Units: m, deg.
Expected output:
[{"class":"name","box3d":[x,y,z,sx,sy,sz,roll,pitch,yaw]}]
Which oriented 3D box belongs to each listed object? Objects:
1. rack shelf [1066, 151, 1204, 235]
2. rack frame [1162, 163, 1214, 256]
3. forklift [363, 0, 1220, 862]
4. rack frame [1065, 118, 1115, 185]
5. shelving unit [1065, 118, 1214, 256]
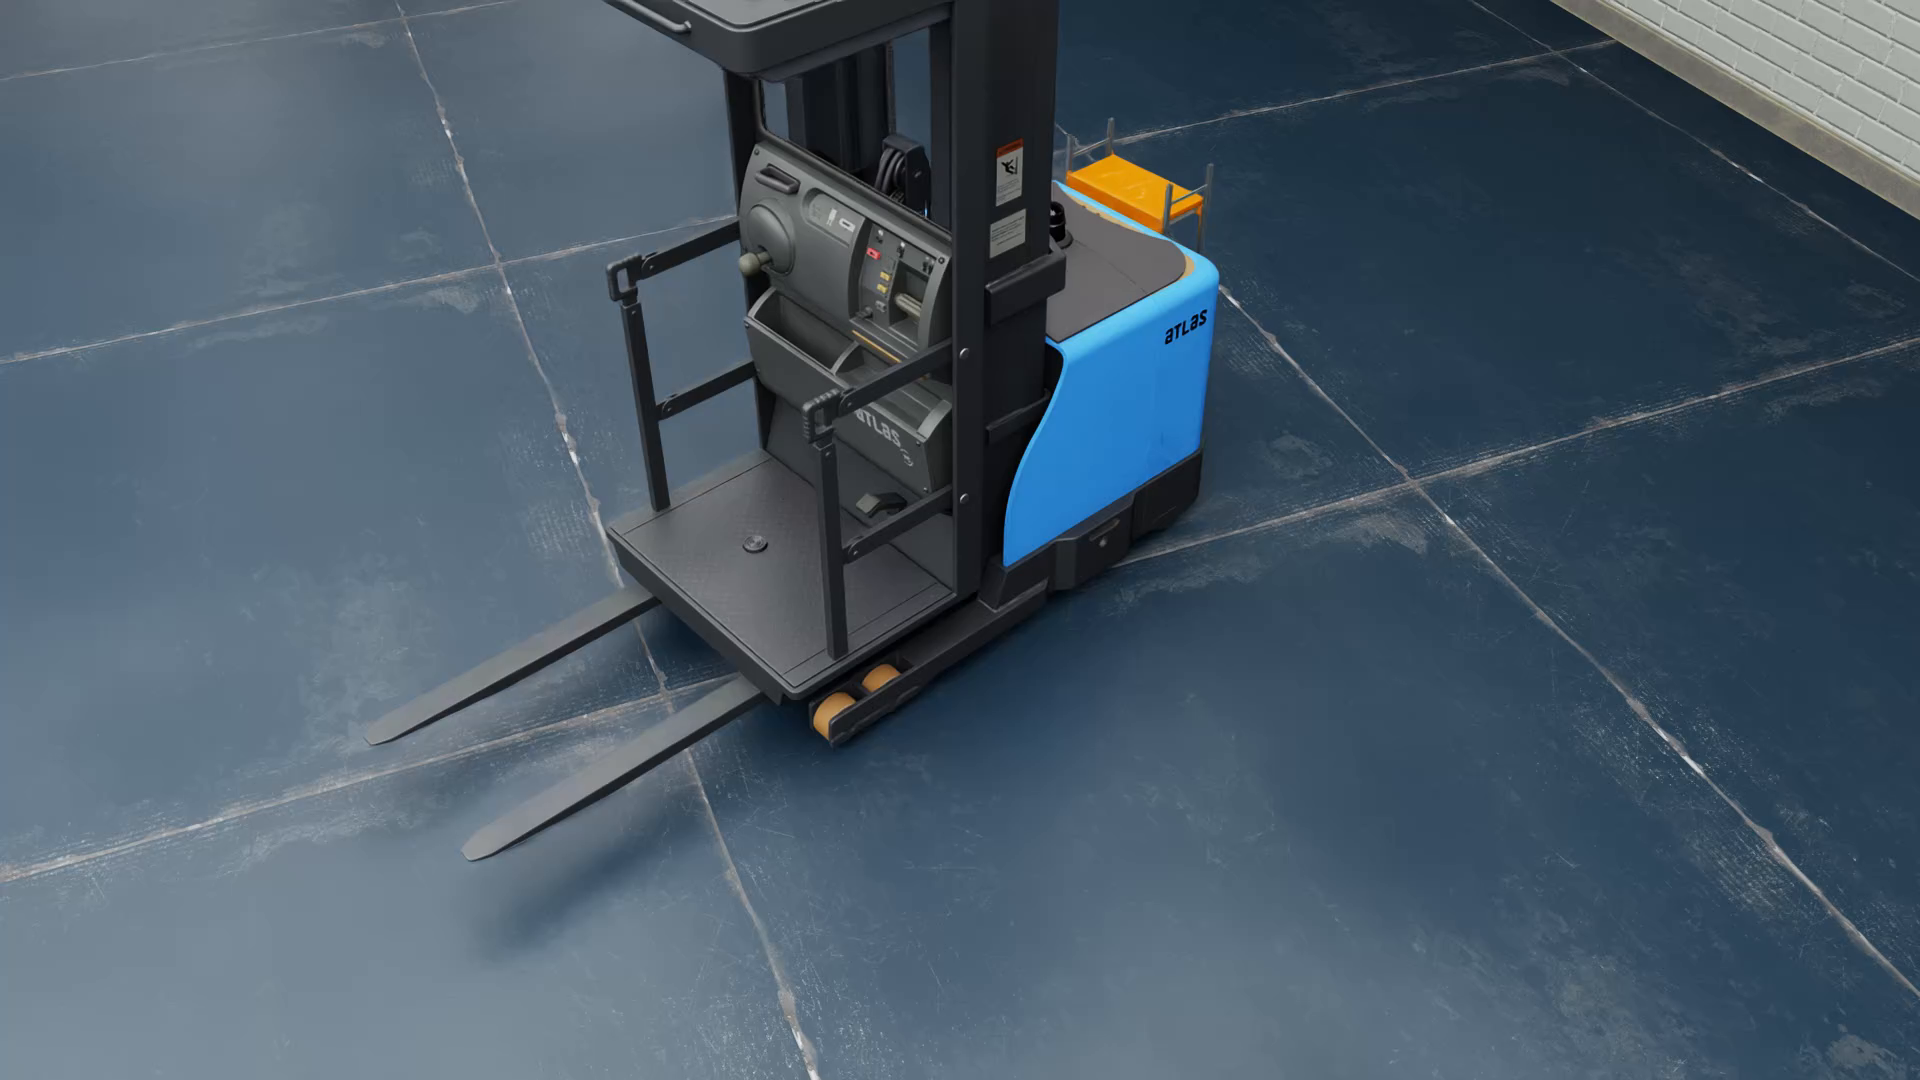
[{"class":"rack shelf","box3d":[0.652,-1.259,6.188,0.258,0.148,0.480,-30,49,-32]},{"class":"rack frame","box3d":[0.812,-0.841,6.304,0.240,1.200,0.015,-30,49,-32]},{"class":"forklift","box3d":[-0.522,-0.831,4.969,3.031,2.935,1.130,-30,49,-31]},{"class":"rack frame","box3d":[0.480,-1.075,6.576,0.240,1.200,0.015,-30,49,-32]},{"class":"shelving unit","box3d":[0.646,-0.958,6.440,0.258,1.200,0.503,-30,49,-32]}]
